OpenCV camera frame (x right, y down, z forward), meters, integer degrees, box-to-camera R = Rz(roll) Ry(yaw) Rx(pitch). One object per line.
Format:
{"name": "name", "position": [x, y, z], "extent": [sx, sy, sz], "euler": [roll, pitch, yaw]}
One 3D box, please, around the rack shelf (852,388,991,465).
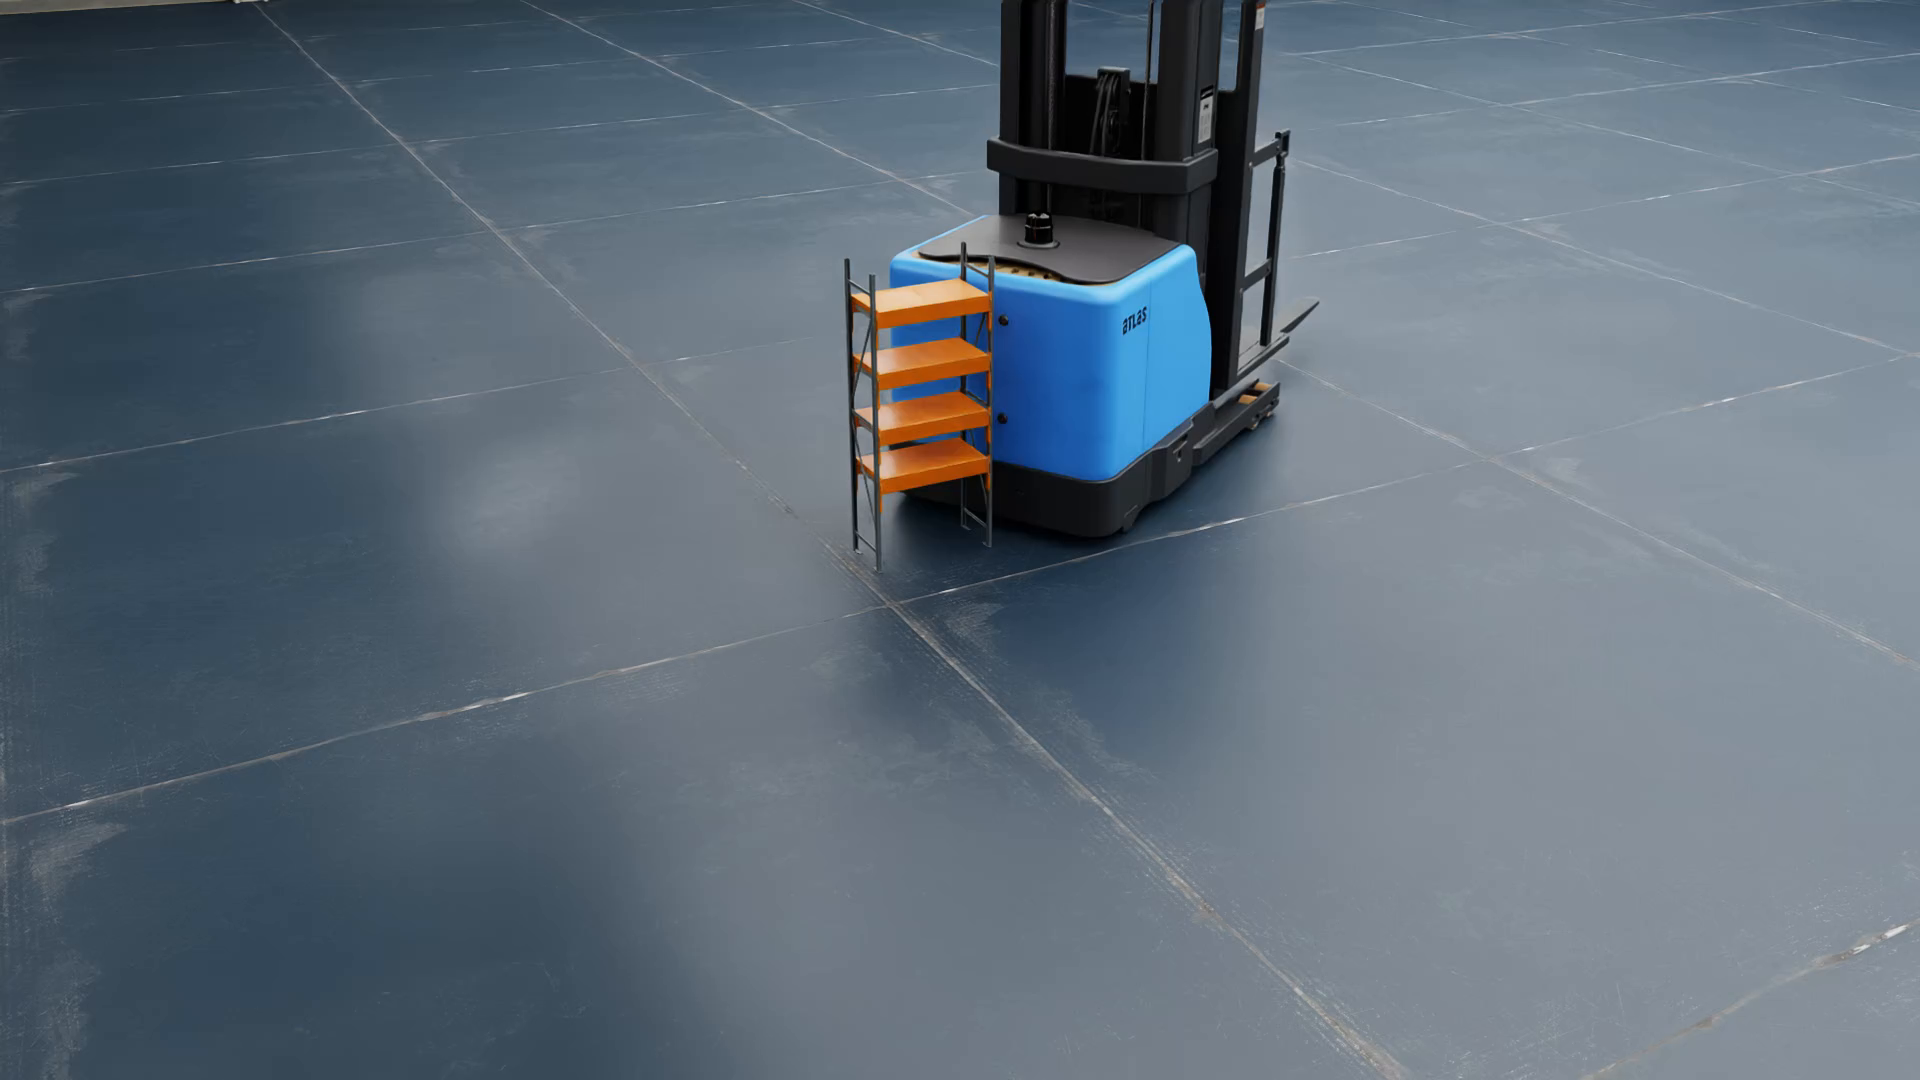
{"name": "rack shelf", "position": [-0.151, -0.444, 6.443], "extent": [0.480, 0.148, 0.258], "euler": [-13, 29, -25]}

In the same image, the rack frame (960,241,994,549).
{"name": "rack frame", "position": [0.065, -0.554, 6.517], "extent": [0.015, 1.200, 0.240], "euler": [-13, 29, -25]}

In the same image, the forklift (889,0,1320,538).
{"name": "forklift", "position": [0.880, -1.928, 7.380], "extent": [1.130, 2.935, 3.031], "euler": [14, 29, 27]}

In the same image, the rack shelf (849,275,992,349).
{"name": "rack shelf", "position": [-0.151, -0.859, 6.244], "extent": [0.480, 0.148, 0.258], "euler": [-13, 29, -25]}

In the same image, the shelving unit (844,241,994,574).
{"name": "shelving unit", "position": [-0.151, -0.504, 6.414], "extent": [0.503, 1.200, 0.258], "euler": [-13, 29, -25]}

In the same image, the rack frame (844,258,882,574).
{"name": "rack frame", "position": [-0.366, -0.455, 6.311], "extent": [0.015, 1.200, 0.240], "euler": [-13, 29, -25]}

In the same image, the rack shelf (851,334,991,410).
{"name": "rack shelf", "position": [-0.151, -0.645, 6.347], "extent": [0.480, 0.148, 0.258], "euler": [-13, 29, -25]}

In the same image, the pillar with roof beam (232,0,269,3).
{"name": "pillar with roof beam", "position": [-6.856, -9.163, 15.437], "extent": [0.400, 9.000, 9.100], "euler": [-13, 29, -25]}

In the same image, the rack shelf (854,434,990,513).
{"name": "rack shelf", "position": [-0.151, -0.265, 6.529], "extent": [0.480, 0.148, 0.258], "euler": [-13, 29, -25]}
